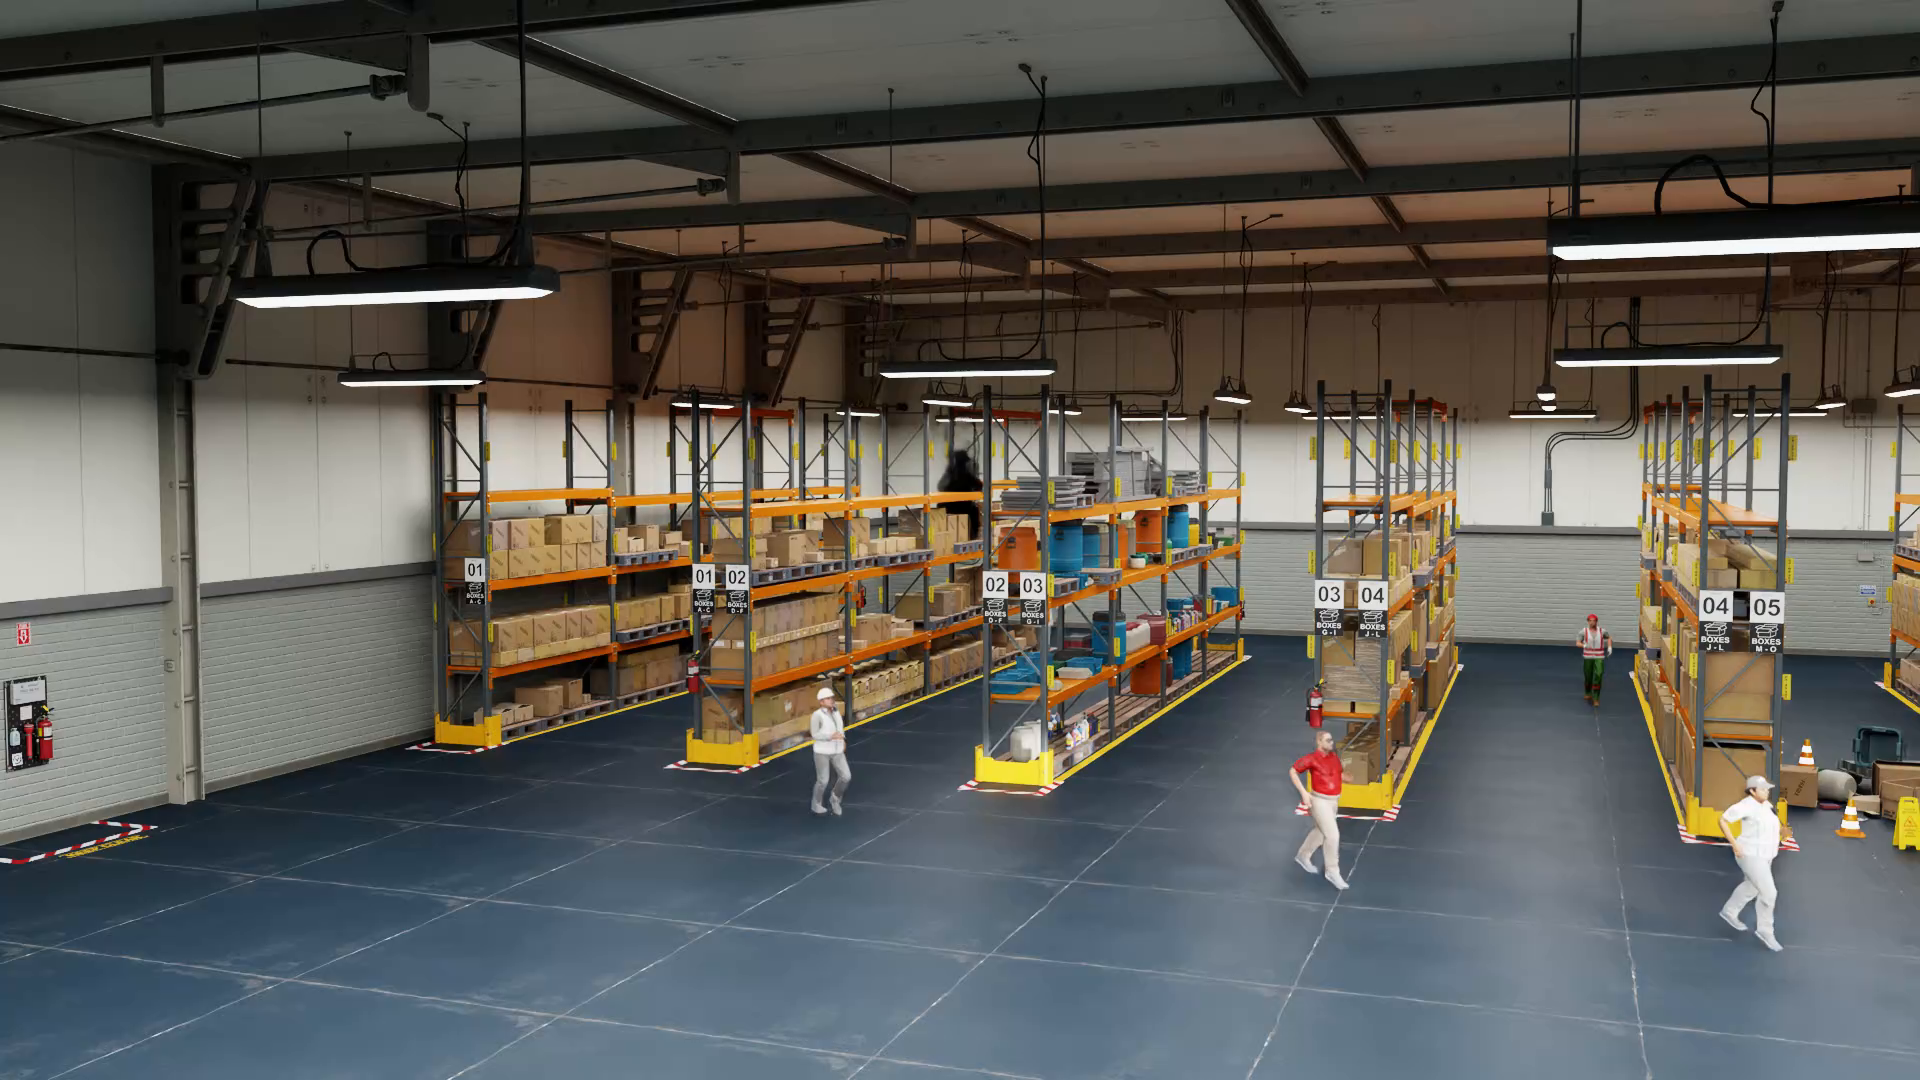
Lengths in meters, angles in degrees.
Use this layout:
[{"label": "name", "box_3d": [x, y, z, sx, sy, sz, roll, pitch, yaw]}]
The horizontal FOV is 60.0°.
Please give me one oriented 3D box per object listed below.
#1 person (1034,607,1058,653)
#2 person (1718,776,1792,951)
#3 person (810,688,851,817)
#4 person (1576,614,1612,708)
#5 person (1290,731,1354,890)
[{"label": "person", "box_3d": [1.783, 1.894, 36.077, 0.718, 1.838, 0.779, 1, 3, 12]}, {"label": "person", "box_3d": [8.117, 3.266, 17.004, 0.575, 1.728, 0.755, -2, 4, -37]}, {"label": "person", "box_3d": [-1.772, 2.909, 22.733, 0.628, 1.777, 0.694, -3, 4, -40]}, {"label": "person", "box_3d": [12.523, 2.360, 32.859, 0.667, 1.801, 0.884, 1, 3, 21]}, {"label": "person", "box_3d": [4.215, 3.106, 19.330, 0.837, 1.787, 0.640, 3, 4, 44]}]
